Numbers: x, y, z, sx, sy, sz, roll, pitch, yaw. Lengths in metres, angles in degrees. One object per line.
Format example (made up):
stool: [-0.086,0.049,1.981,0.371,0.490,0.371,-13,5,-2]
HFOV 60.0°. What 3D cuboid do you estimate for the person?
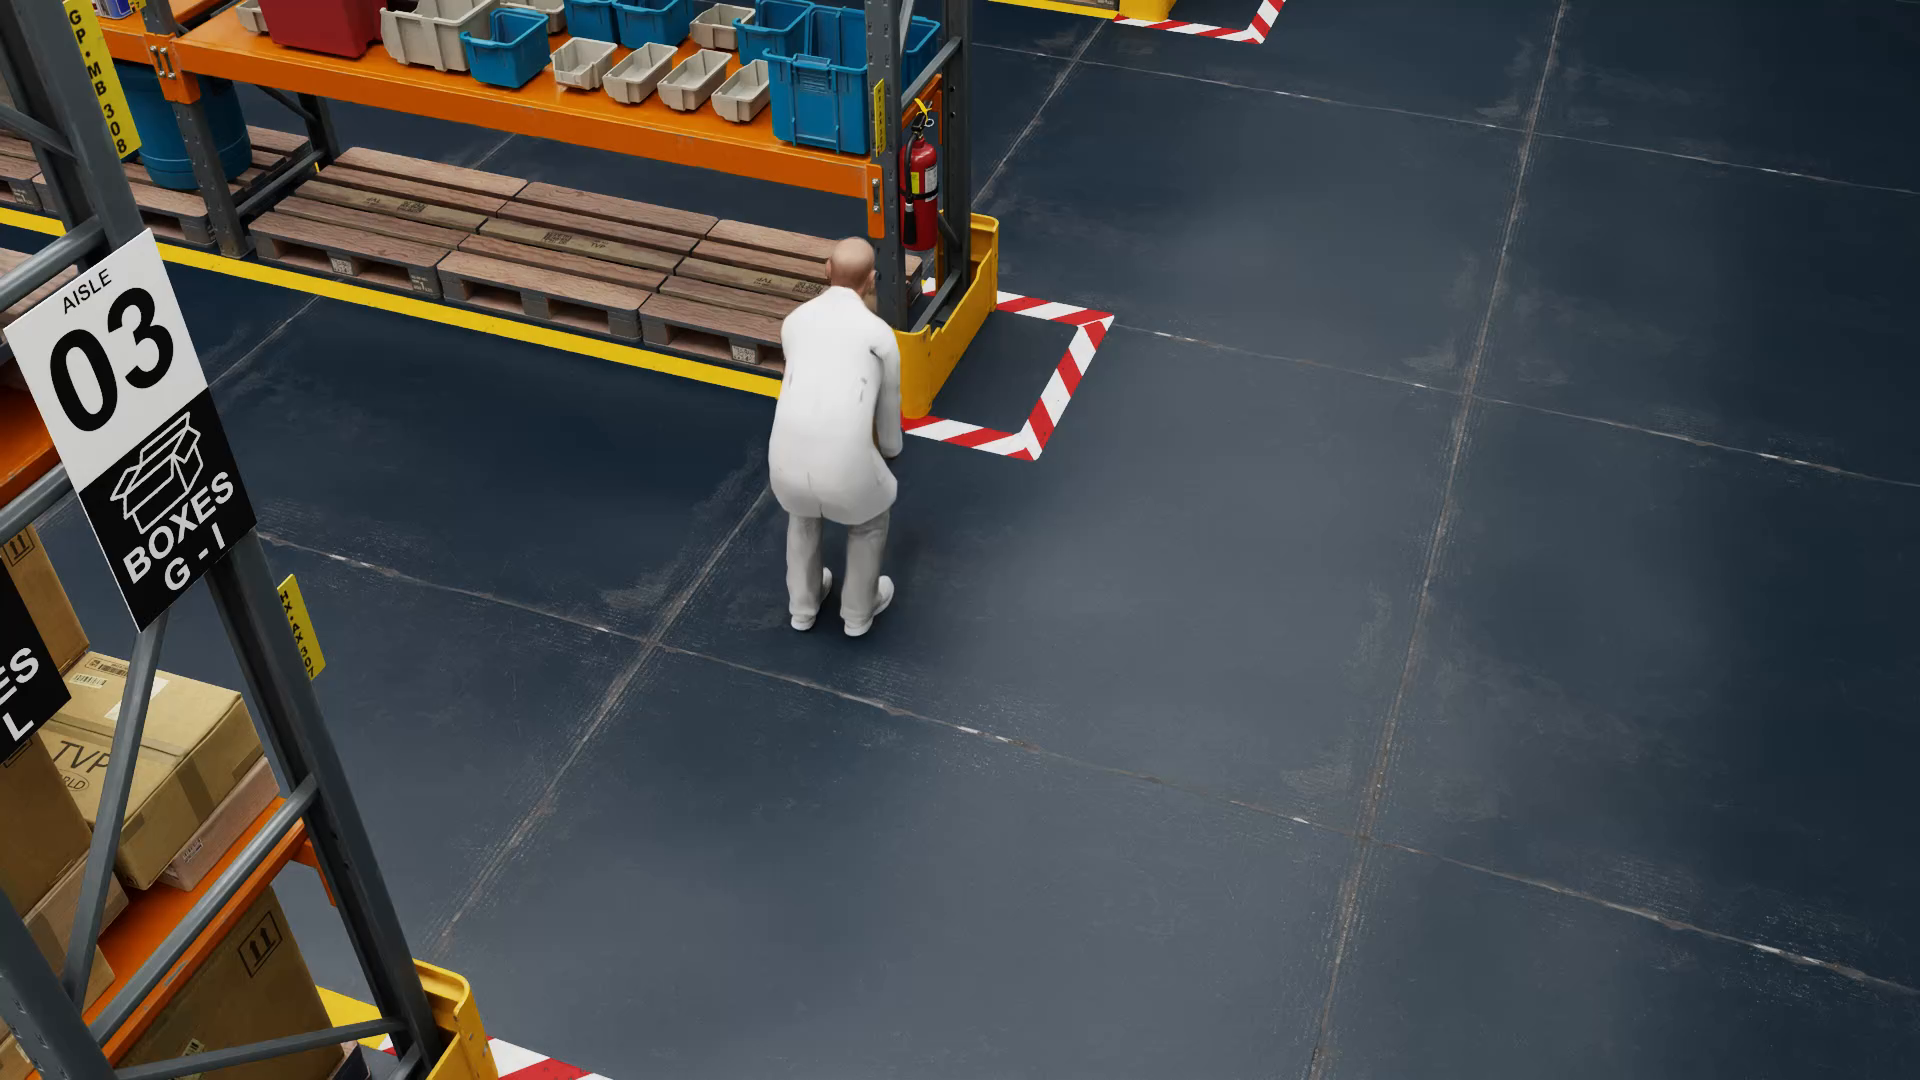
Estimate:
person: [-0.477,-0.378,6.725,0.540,1.627,0.697,13,43,14]
